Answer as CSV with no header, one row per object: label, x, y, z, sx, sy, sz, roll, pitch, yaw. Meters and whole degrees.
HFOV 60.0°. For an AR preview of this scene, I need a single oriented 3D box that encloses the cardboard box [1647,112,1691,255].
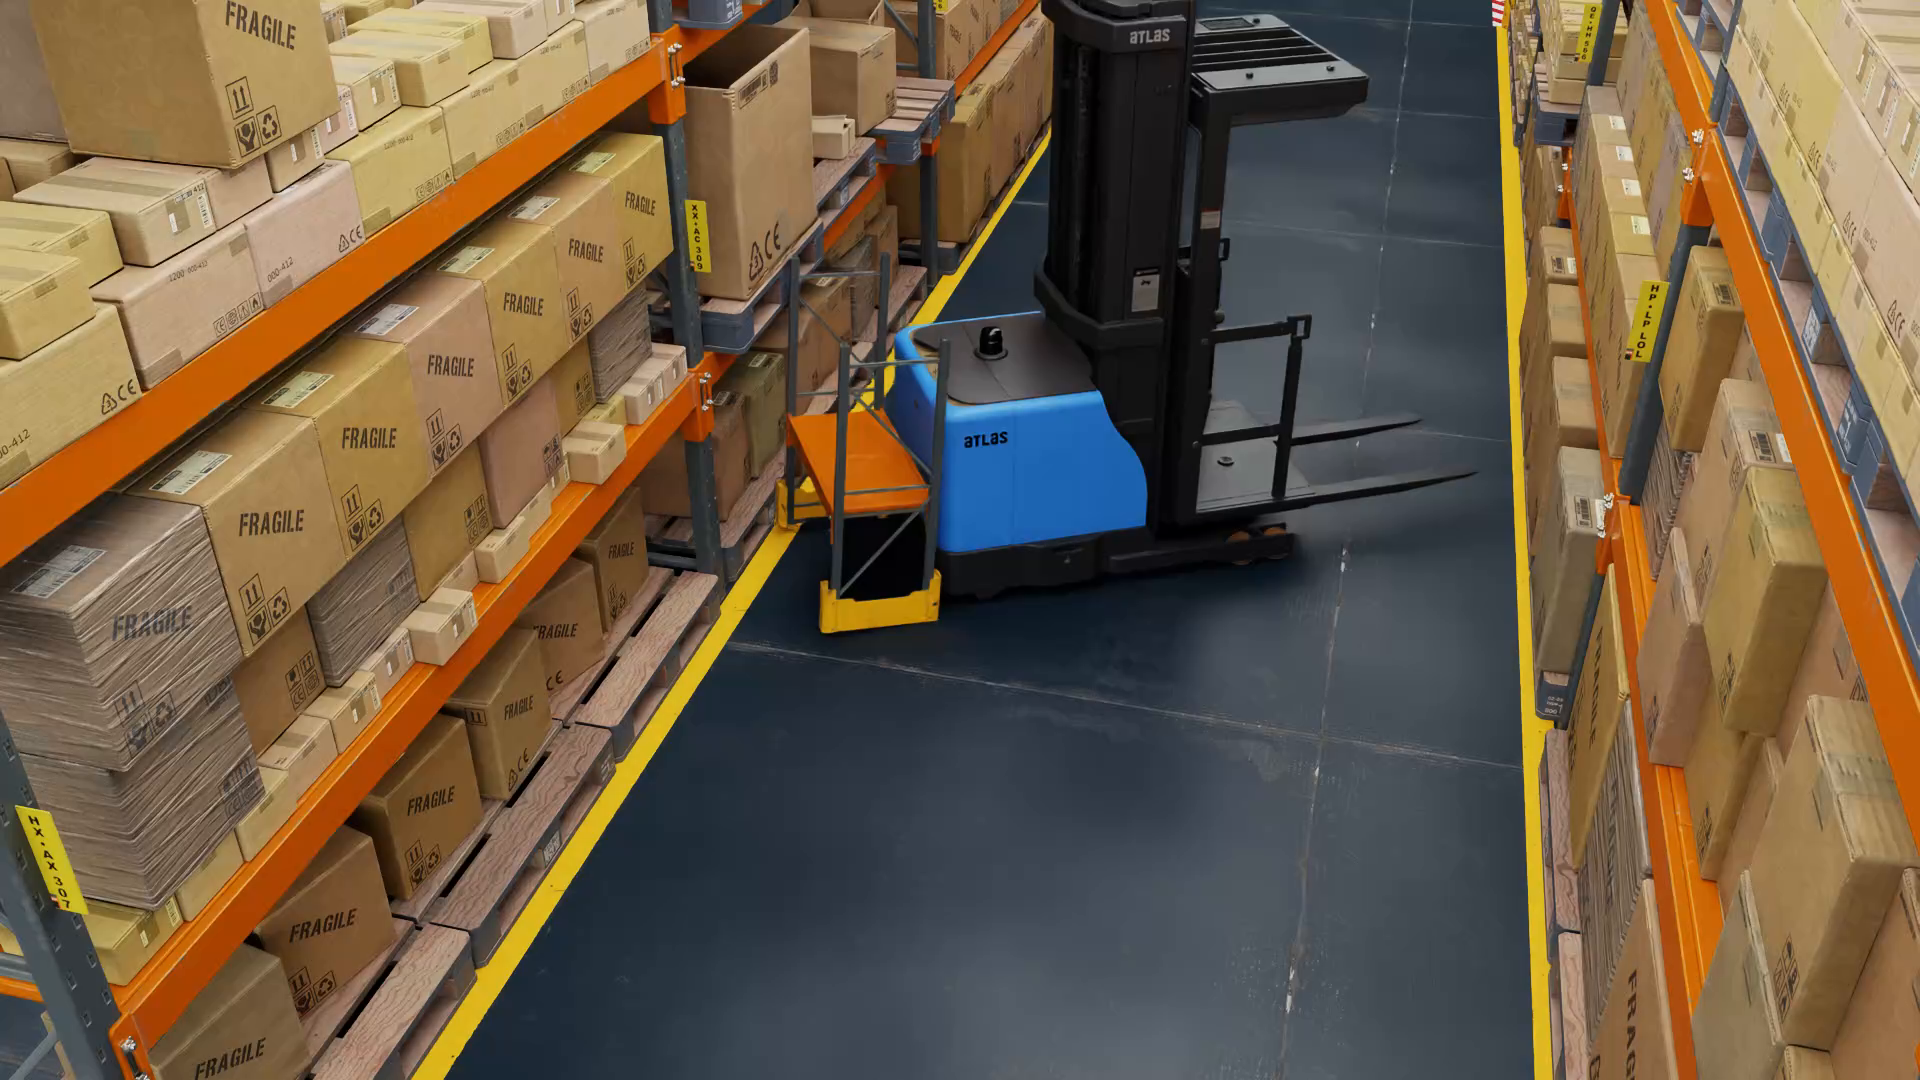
cardboard box,3.483,-1.546,7.361,0.700,0.500,0.500,8,33,13

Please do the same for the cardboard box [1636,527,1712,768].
cardboard box,2.654,0.388,5.204,0.875,0.550,0.550,8,33,12

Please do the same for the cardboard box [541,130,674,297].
cardboard box,-1.515,-1.341,6.761,0.500,0.500,0.500,8,33,12

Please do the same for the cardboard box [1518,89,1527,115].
cardboard box,4.905,-3.670,13.993,0.380,0.149,0.250,8,33,13

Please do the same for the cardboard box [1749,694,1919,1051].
cardboard box,2.272,0.777,3.585,0.875,0.550,0.550,8,33,12

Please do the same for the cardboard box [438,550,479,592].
cardboard box,-1.970,0.131,5.982,0.380,0.149,0.250,8,33,12

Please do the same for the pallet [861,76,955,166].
pallet,-0.730,-2.633,10.274,1.213,0.211,1.003,8,33,12

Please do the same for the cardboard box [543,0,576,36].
cardboard box,-1.606,-1.917,5.941,0.380,0.149,0.250,6,33,10

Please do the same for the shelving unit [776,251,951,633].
shelving unit,-0.488,-0.495,8.093,0.587,1.500,1.083,-6,33,-17

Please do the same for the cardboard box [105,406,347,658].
cardboard box,-2.145,-0.043,4.719,0.500,0.500,0.500,8,33,12

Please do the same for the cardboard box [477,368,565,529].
cardboard box,-2.031,-0.437,6.271,0.875,0.500,0.500,8,33,12

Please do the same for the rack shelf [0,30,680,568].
rack shelf,-2.174,-0.947,5.318,1.077,0.370,4.000,8,33,12

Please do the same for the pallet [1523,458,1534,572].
pallet,3.536,-0.163,8.810,1.003,0.211,1.213,8,33,12

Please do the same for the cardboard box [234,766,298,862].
cardboard box,-2.219,0.789,4.947,0.380,0.149,0.250,8,33,12

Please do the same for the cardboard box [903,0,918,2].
cardboard box,-0.451,-3.941,11.124,0.797,0.503,0.637,9,34,14

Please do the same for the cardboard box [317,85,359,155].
cardboard box,-2.007,-1.235,4.869,0.380,0.149,0.250,8,33,12

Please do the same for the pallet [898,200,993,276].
pallet,-0.379,-2.320,12.203,1.003,0.211,1.213,8,33,12

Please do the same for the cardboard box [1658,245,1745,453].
cardboard box,2.978,-0.627,5.793,0.875,0.550,0.550,8,33,12

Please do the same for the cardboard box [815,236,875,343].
cardboard box,-0.931,-1.589,10.373,0.700,0.500,0.500,5,33,8

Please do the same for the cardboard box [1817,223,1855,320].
cardboard box,2.234,-0.608,3.864,0.380,0.149,0.250,8,33,13

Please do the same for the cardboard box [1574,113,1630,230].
cardboard box,3.619,-1.952,8.931,0.500,0.500,0.500,8,33,12

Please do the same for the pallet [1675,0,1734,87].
pallet,3.290,-1.962,6.423,0.805,0.209,1.217,7,33,10

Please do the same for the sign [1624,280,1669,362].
sign,2.578,-0.818,6.236,0.100,0.325,0.005,8,33,12

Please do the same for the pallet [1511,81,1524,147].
pallet,5.271,-3.622,14.251,1.003,0.211,1.213,8,33,12

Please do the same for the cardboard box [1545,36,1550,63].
cardboard box,3.997,-3.151,10.753,0.380,0.149,0.250,8,33,12

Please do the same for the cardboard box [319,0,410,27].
cardboard box,-2.159,-1.848,5.832,0.380,0.149,0.250,9,34,14

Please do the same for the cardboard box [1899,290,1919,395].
cardboard box,2.072,-0.318,3.036,0.500,0.250,0.500,8,33,12

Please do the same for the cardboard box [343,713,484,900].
cardboard box,-2.212,0.972,6.363,0.500,0.500,0.500,11,34,17

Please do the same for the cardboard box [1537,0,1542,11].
cardboard box,4.329,-3.839,11.836,0.380,0.149,0.250,7,33,10

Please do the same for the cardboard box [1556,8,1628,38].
cardboard box,3.867,-3.139,10.180,0.380,0.149,0.250,8,33,12

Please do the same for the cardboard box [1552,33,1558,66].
cardboard box,3.871,-3.024,10.276,0.380,0.149,0.250,9,34,14

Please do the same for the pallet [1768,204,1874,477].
pallet,2.576,-0.469,3.978,1.003,0.211,1.213,8,33,12

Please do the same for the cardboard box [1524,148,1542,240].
cardboard box,4.288,-2.415,11.692,0.500,0.500,0.500,7,33,10

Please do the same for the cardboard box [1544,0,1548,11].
cardboard box,4.195,-3.689,11.322,0.380,0.149,0.250,7,33,11

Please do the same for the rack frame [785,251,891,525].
rack frame,-0.636,-0.751,8.495,0.500,1.500,0.032,-6,33,-17

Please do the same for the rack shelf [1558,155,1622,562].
rack shelf,3.613,-1.029,8.243,1.077,0.370,4.000,8,33,12

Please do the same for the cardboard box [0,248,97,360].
cardboard box,-2.229,-0.550,3.792,0.380,0.149,0.250,9,33,13

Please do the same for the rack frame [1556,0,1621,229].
rack frame,4.120,-2.370,9.682,1.000,3.000,0.127,8,33,12

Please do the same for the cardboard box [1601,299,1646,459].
cardboard box,2.979,-0.644,6.874,0.500,0.500,0.500,8,33,12

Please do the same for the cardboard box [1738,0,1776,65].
cardboard box,2.710,-1.626,5.094,0.500,0.250,0.500,8,33,13

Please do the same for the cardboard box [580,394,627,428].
cardboard box,-1.631,-0.515,6.998,0.380,0.149,0.250,8,33,12

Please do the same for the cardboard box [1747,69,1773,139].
cardboard box,2.555,-1.267,4.901,0.380,0.149,0.250,8,33,12

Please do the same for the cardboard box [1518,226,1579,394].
cardboard box,3.879,-1.294,9.695,1.050,0.750,0.750,8,33,12

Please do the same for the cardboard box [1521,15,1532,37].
cardboard box,5.234,-4.578,14.867,0.380,0.149,0.250,7,33,11

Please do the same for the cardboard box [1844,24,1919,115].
cardboard box,2.298,-1.078,3.860,0.380,0.149,0.250,8,33,12

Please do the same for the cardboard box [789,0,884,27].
cardboard box,-0.750,-3.032,10.238,0.500,0.500,0.500,4,33,6

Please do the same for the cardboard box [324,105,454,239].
cardboard box,-1.928,-1.160,5.122,0.500,0.250,0.500,9,34,14

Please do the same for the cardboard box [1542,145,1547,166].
cardboard box,4.302,-2.725,11.480,0.500,0.250,0.500,9,33,14

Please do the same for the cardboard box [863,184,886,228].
cardboard box,-0.793,-2.193,10.625,0.500,0.250,0.500,9,34,14

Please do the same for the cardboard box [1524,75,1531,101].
cardboard box,4.908,-3.752,13.845,0.380,0.149,0.250,9,33,13

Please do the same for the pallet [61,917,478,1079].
pallet,-2.422,1.774,5.763,1.003,0.211,1.213,8,33,12

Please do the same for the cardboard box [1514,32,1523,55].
cardboard box,5.373,-4.610,15.472,0.380,0.149,0.250,6,33,10

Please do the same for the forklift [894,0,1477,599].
forklift,1.228,-1.375,8.181,3.031,2.935,1.130,-8,33,-13

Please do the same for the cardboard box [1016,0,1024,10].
cardboard box,0.251,-4.408,12.795,0.500,0.500,0.500,8,33,12
